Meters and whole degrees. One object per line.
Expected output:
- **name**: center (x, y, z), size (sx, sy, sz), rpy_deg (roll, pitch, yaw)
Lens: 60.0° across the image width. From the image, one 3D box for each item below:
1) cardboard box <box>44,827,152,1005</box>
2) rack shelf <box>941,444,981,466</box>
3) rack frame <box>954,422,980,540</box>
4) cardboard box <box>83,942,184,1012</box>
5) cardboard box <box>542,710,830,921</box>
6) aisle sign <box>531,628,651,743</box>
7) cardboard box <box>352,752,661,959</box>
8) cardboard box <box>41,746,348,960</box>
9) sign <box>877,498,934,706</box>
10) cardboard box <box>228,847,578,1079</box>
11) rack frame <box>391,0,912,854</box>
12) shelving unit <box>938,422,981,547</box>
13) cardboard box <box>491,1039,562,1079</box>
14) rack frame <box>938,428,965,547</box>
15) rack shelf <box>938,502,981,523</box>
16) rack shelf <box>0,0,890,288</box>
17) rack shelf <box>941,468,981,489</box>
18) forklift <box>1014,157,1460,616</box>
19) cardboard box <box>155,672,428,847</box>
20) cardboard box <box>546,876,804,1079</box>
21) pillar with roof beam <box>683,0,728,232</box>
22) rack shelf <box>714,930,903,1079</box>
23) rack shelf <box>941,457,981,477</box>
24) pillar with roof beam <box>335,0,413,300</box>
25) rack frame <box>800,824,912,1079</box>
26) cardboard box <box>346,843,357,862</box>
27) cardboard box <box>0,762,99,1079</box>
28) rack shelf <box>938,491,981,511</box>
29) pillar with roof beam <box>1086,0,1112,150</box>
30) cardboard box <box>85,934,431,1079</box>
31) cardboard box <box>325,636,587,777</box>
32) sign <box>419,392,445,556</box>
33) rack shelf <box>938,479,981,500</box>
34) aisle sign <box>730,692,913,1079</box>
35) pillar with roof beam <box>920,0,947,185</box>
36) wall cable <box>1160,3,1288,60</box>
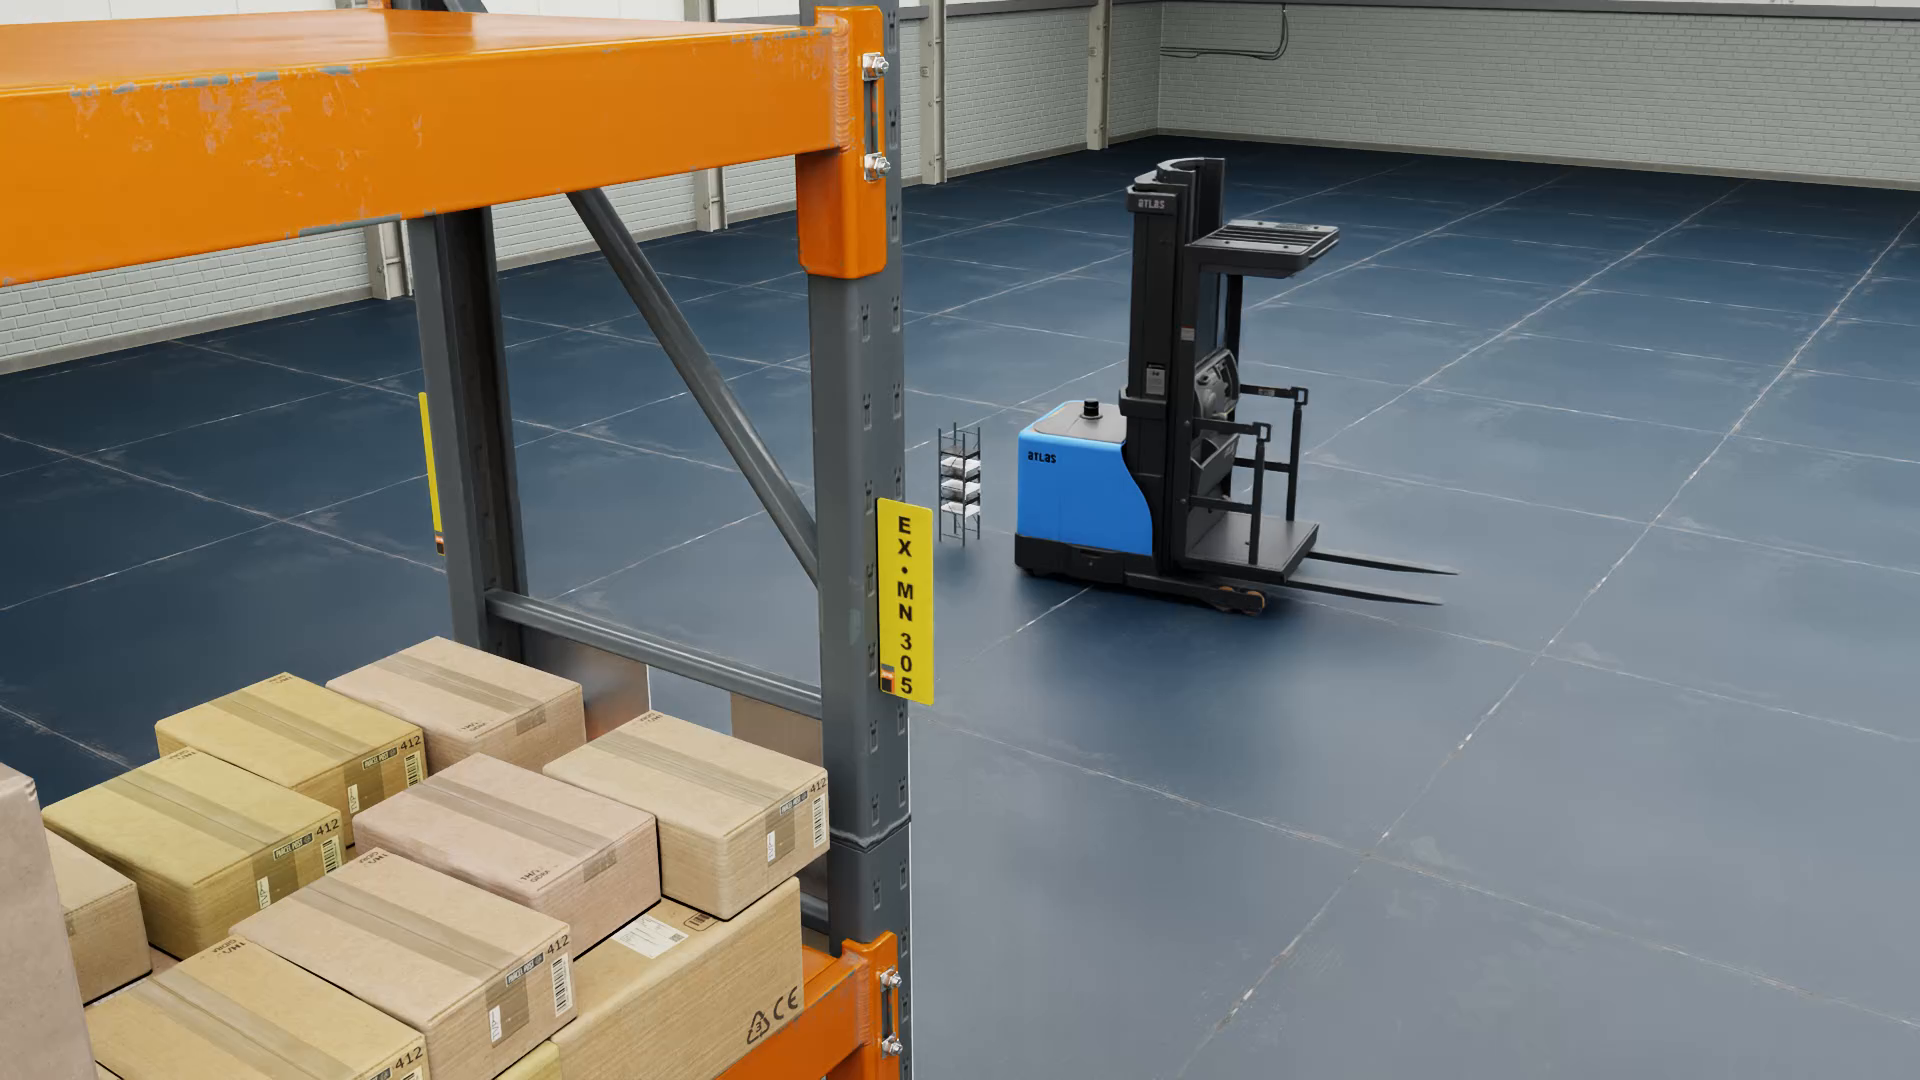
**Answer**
- **cardboard box**: center (-1.355, 0.532, 2.320), size (0.380, 0.149, 0.250), rpy_deg (14, 25, 34)
- **rack shelf**: center (-0.005, -0.642, 12.520), size (0.258, 0.077, 0.200), rpy_deg (13, 24, 32)
- **rack frame**: center (0.053, -0.449, 12.681), size (0.240, 0.900, 0.006), rpy_deg (13, 24, 32)
- **cardboard box**: center (-1.301, 0.706, 2.425), size (0.500, 0.250, 0.500), rpy_deg (13, 24, 31)
- **cardboard box**: center (-0.430, 0.423, 2.616), size (0.380, 0.149, 0.250), rpy_deg (13, 24, 32)
- **aisle sign**: center (-0.745, 0.510, 3.315), size (0.394, 0.787, 0.004), rpy_deg (13, 24, 32)
- **cardboard box**: center (-0.673, 0.474, 2.476), size (0.380, 0.149, 0.250), rpy_deg (12, 24, 30)
- **cardboard box**: center (-1.143, 0.468, 2.494), size (0.380, 0.149, 0.250), rpy_deg (13, 24, 31)
- **sign**: center (-0.084, 0.097, 2.578), size (0.100, 0.325, 0.005), rpy_deg (13, 24, 32)
- **cardboard box**: center (-0.736, 0.574, 2.206), size (0.380, 0.149, 0.250), rpy_deg (12, 23, 30)
- **rack frame**: center (-0.532, -1.008, 2.519), size (1.000, 3.000, 0.127), rpy_deg (13, 24, 32)
- **shelving unit**: center (-0.005, -0.420, 12.603), size (0.258, 0.900, 0.210), rpy_deg (13, 24, 32)
- **cardboard box**: center (-0.871, 0.801, 2.169), size (0.500, 0.250, 0.500), rpy_deg (13, 24, 32)
- **rack frame**: center (-0.062, -0.391, 12.524), size (0.240, 0.900, 0.006), rpy_deg (13, 24, 32)
- **rack shelf**: center (-0.005, -0.220, 12.677), size (0.258, 0.077, 0.200), rpy_deg (13, 24, 32)
- **rack shelf**: center (-1.656, -0.095, 1.093), size (1.077, 0.370, 4.000), rpy_deg (13, 24, 32)
- **rack shelf**: center (-0.005, -0.473, 12.583), size (0.258, 0.077, 0.200), rpy_deg (13, 24, 32)
- **forklift**: center (1.956, -1.068, 11.426), size (3.031, 2.935, 1.130), rpy_deg (9, 22, 23)
- **cardboard box**: center (-1.103, 0.372, 2.755), size (0.380, 0.149, 0.250), rpy_deg (14, 24, 33)
- **cardboard box**: center (-0.592, 0.657, 2.558), size (0.500, 0.250, 0.500), rpy_deg (14, 24, 33)
- **pillar with roof beam**: center (-0.293, -8.209, 21.986), size (9.100, 9.000, 0.400), rpy_deg (13, 24, 32)
- **rack shelf**: center (-1.656, 1.310, 1.613), size (1.077, 0.370, 4.000), rpy_deg (13, 24, 32)
- **rack shelf**: center (-0.005, -0.557, 12.552), size (0.258, 0.077, 0.200), rpy_deg (13, 24, 32)
- **pillar with roof beam**: center (-3.665, -6.487, 17.332), size (9.100, 9.000, 0.400), rpy_deg (13, 24, 32)
- **rack frame**: center (-0.532, 1.806, 3.560), size (1.000, 3.000, 0.127), rpy_deg (13, 24, 32)
- **cardboard box**: center (-1.016, 0.557, 2.828), size (0.500, 0.250, 0.500), rpy_deg (14, 25, 33)
- **cardboard box**: center (-1.194, 0.472, 1.548), size (0.500, 0.500, 0.500), rpy_deg (13, 24, 32)
- **rack shelf**: center (-0.005, -0.304, 12.645), size (0.258, 0.077, 0.200), rpy_deg (13, 24, 32)
- **pillar with roof beam**: center (6.453, -11.652, 31.294), size (9.100, 9.000, 0.400), rpy_deg (13, 24, 32)
- **cardboard box**: center (-0.857, 0.651, 1.999), size (0.380, 0.149, 0.250), rpy_deg (13, 24, 32)
- **cardboard box**: center (-0.878, 0.316, 2.905), size (0.380, 0.149, 0.250), rpy_deg (13, 24, 31)
- **sign**: center (-0.980, -0.117, 3.174), size (0.100, 0.325, 0.005), rpy_deg (13, 24, 32)
- **rack shelf**: center (-0.005, -0.388, 12.614), size (0.258, 0.077, 0.200), rpy_deg (13, 24, 32)
- **aisle sign**: center (-0.249, 0.627, 2.999), size (0.394, 0.787, 0.004), rpy_deg (13, 24, 32)
- **pillar with roof beam**: center (3.080, -9.930, 26.640), size (9.100, 9.000, 0.400), rpy_deg (13, 24, 32)
- **wall cable**: center (5.642, -11.622, 35.690), size (3.097, 2.526, 0.112), rpy_deg (13, 24, 32)
